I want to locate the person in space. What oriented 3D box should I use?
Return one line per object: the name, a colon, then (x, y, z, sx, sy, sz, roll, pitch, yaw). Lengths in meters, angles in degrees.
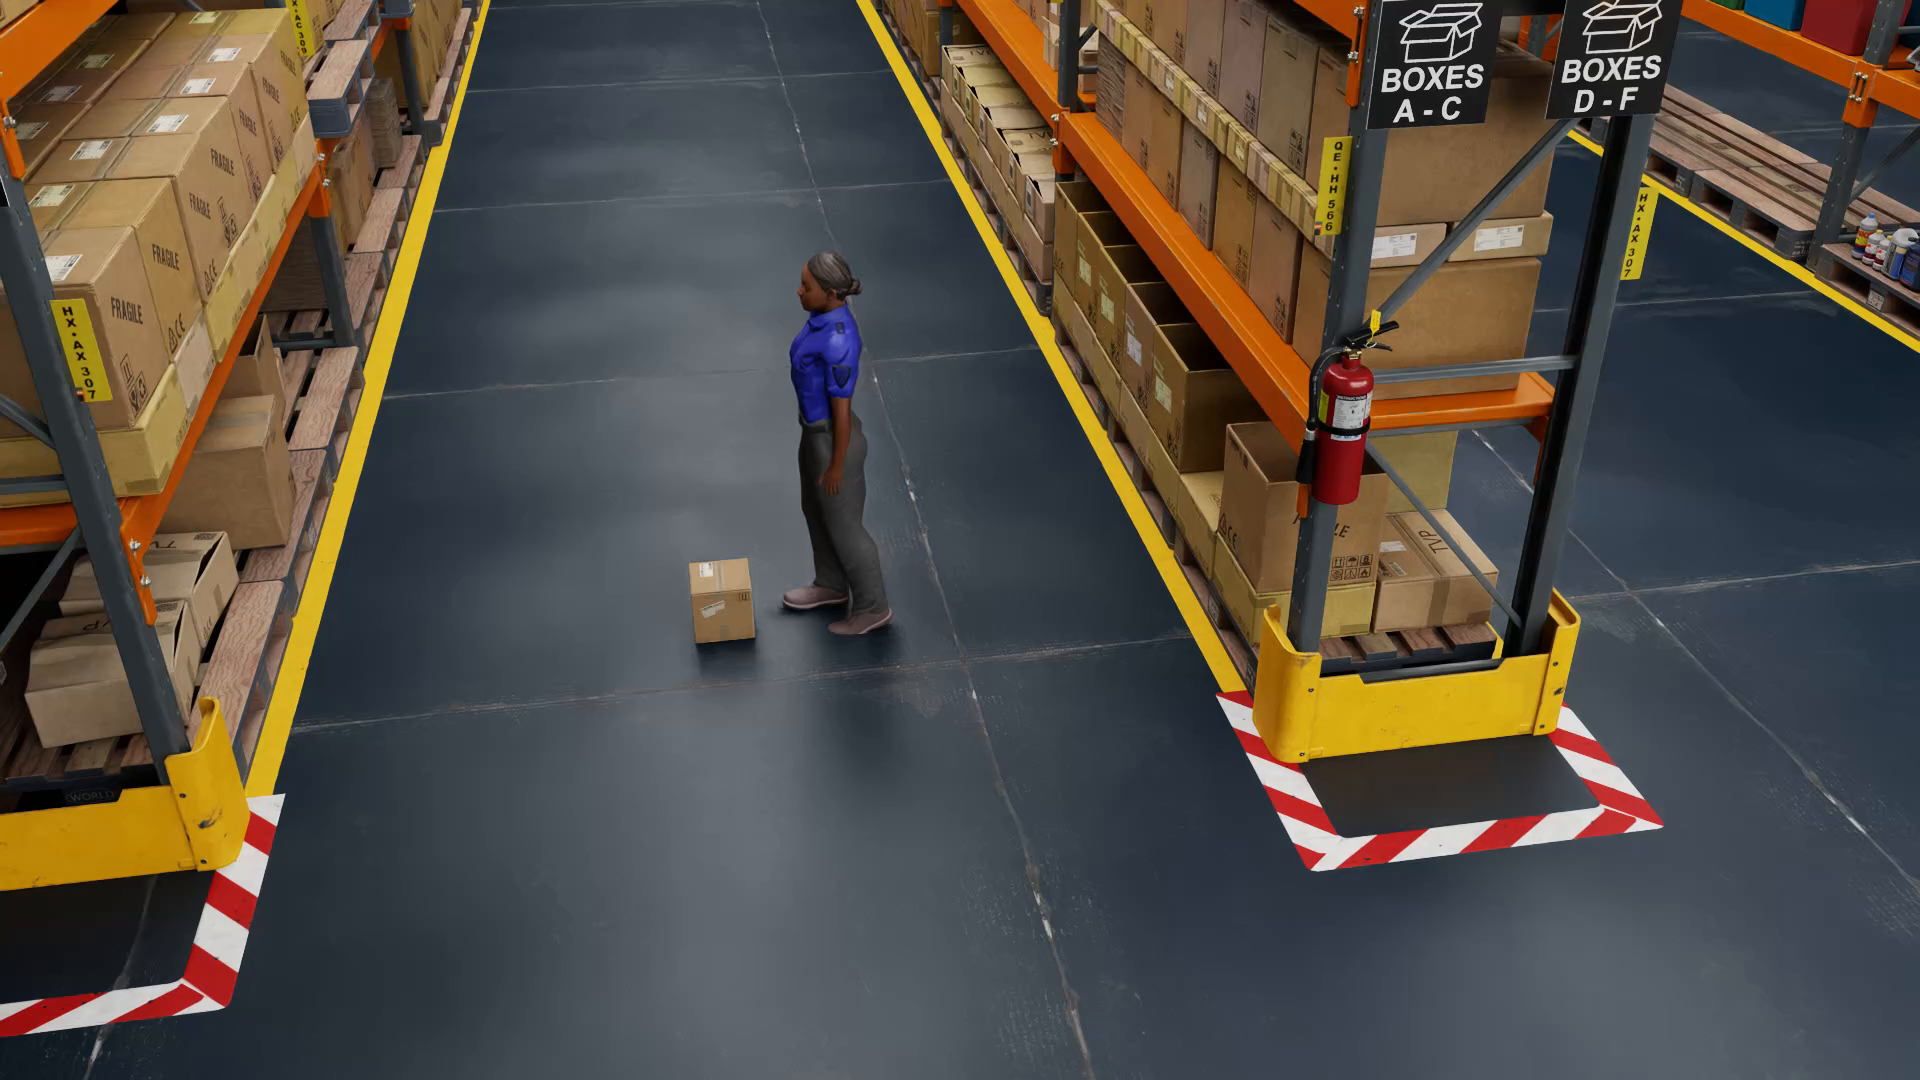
person: (-0.533, -0.376, 6.793, 0.456, 1.691, 0.444, -5, 31, -8)
